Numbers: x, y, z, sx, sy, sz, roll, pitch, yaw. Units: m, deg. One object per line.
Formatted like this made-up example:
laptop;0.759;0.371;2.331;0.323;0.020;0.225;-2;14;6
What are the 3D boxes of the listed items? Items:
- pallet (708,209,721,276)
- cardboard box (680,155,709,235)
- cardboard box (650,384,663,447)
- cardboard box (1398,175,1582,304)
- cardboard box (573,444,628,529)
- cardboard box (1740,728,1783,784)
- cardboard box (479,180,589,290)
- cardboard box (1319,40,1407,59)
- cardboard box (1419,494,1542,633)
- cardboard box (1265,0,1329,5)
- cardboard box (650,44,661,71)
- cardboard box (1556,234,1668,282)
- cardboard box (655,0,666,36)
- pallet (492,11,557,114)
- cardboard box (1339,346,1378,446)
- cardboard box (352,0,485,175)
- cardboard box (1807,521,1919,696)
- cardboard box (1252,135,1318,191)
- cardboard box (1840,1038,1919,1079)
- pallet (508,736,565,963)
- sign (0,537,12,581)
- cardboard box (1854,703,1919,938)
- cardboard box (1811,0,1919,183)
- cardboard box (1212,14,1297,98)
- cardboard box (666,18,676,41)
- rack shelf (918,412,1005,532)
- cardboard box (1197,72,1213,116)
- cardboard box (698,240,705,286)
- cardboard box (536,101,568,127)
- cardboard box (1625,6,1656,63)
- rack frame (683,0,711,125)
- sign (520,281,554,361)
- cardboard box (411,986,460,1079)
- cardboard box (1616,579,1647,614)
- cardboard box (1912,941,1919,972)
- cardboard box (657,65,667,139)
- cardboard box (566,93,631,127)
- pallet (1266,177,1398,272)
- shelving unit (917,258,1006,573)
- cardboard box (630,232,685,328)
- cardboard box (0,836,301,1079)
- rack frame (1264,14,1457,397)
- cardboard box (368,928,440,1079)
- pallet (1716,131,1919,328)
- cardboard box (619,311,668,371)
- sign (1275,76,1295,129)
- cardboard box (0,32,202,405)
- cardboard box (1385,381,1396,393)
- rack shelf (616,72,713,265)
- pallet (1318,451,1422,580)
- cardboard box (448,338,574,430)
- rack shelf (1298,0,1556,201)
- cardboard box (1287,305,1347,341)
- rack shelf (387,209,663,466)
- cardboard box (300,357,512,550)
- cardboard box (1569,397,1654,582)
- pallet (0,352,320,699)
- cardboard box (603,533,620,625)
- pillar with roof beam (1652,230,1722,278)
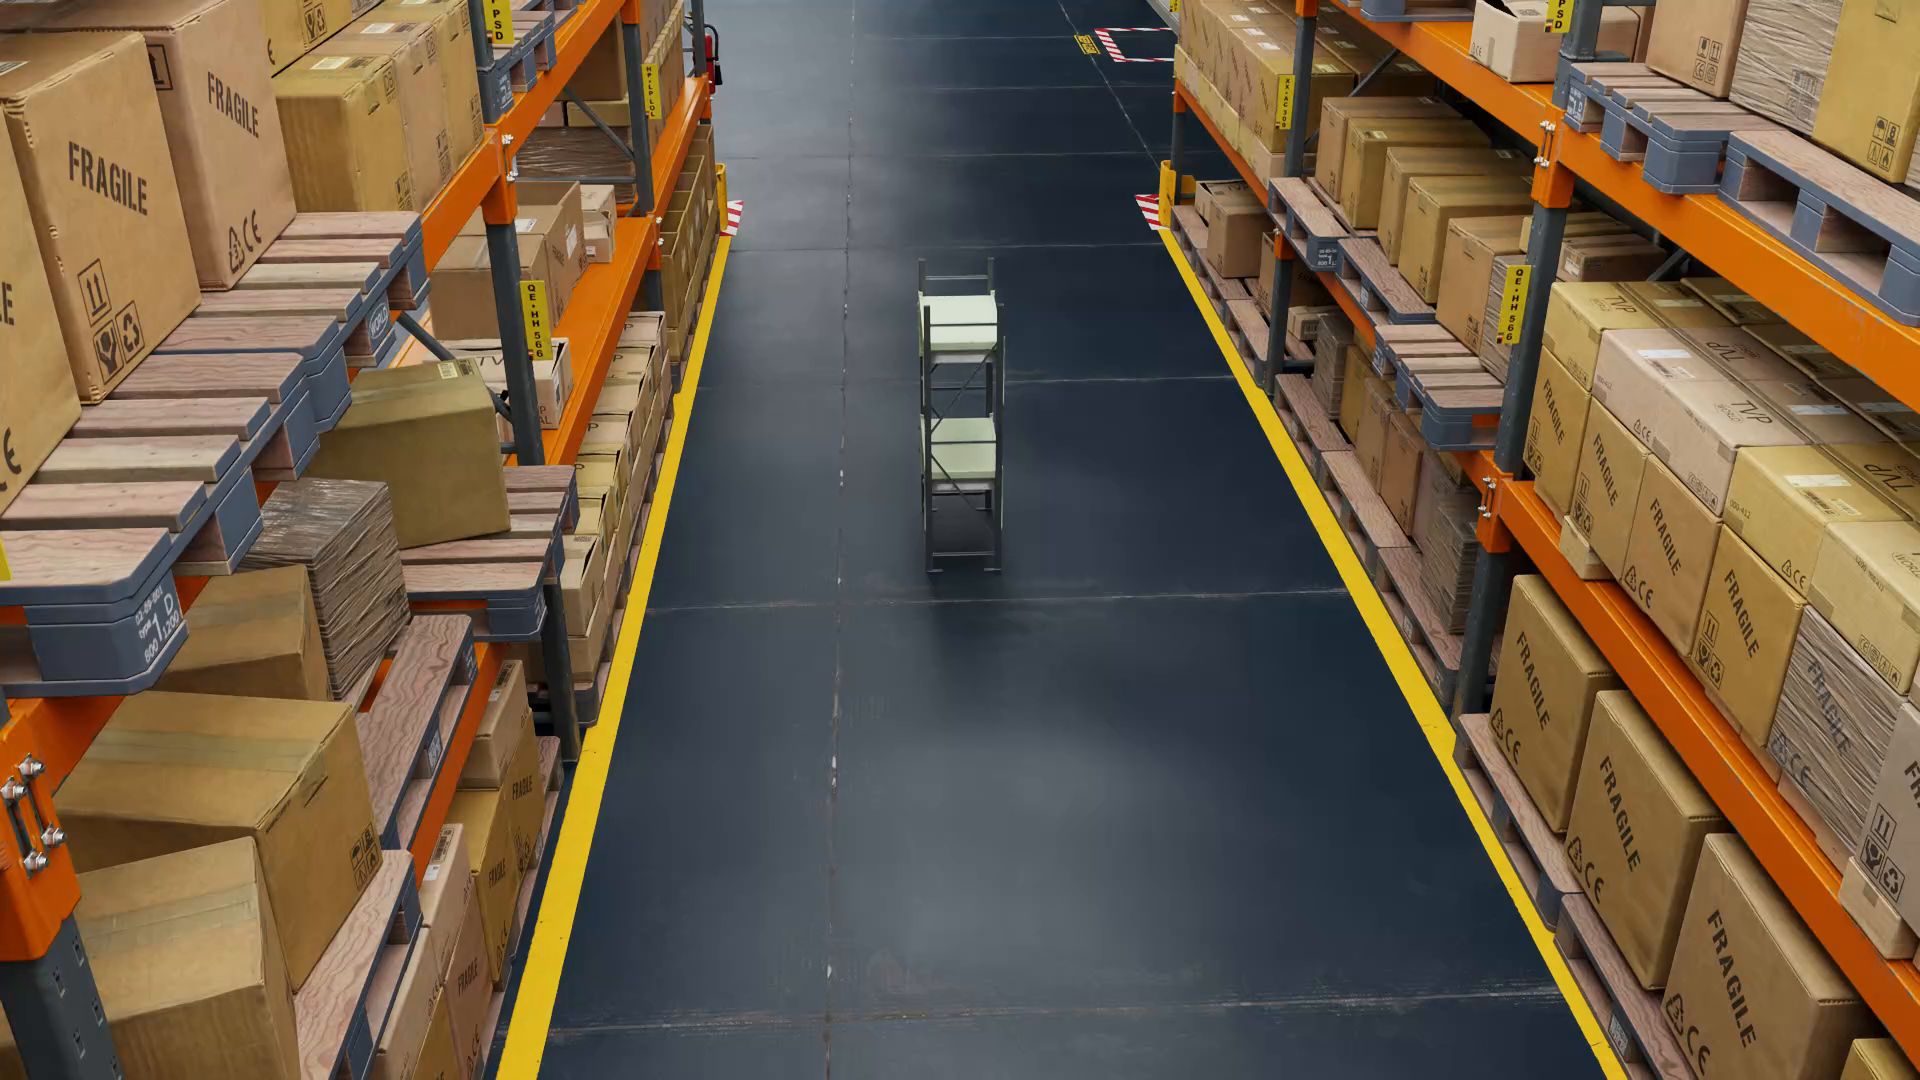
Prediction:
pallet;-2.528;-2.462;13.742;1.003;0.211;1.213;-1;28;-3
cardboard box;-2.218;-2.648;12.791;0.500;0.500;0.500;-1;28;-3
cardboard box;-2.065;-0.752;9.967;0.500;0.250;0.500;-2;28;-3
cardboard box;2.633;-1.508;8.314;0.700;0.500;0.500;-1;28;-3
cardboard box;-1.987;-0.298;8.491;0.500;0.311;0.500;-2;28;-4
cardboard box;2.638;0.613;5.082;0.380;0.149;0.250;-1;28;-1
cardboard box;-2.350;-1.649;9.060;0.500;0.500;0.500;1;28;1
cardboard box;2.706;-3.060;11.203;0.500;0.500;0.500;-2;28;-3
cardboard box;2.665;0.105;8.032;0.700;0.500;0.500;-1;28;-2
cardboard box;2.590;-4.001;13.007;0.500;0.500;0.500;-1;28;-2
cardboard box;-2.306;-3.379;11.675;0.380;0.149;0.250;-2;28;-3
cardboard box;2.706;-1.163;6.950;0.380;0.149;0.250;-5;28;-9
cardboard box;-2.536;-3.954;12.076;0.700;0.500;0.500;-1;28;-2
pallet;-2.317;-1.913;6.635;1.213;0.211;1.003;0;28;0
cardboard box;2.678;-0.834;9.833;0.700;0.500;0.500;-2;28;-4
cardboard box;-2.136;-1.529;5.587;0.910;0.500;0.500;-1;28;-3
cardboard box;2.640;0.171;4.416;0.500;0.250;0.500;-1;28;-2
cardboard box;2.218;-2.478;10.898;0.500;0.250;0.500;-1;28;-3
cardboard box;2.800;1.840;4.349;0.750;0.750;0.750;-1;28;-2
pallet;-2.191;1.226;6.670;1.003;0.211;1.213;-1;28;-3
sign;-1.442;-0.084;2.365;0.100;0.325;0.005;-1;28;-3
cardboard box;2.651;0.743;4.131;0.500;0.500;0.500;-1;28;-2
cardboard box;2.933;-1.325;4.719;0.700;0.500;0.500;0;28;0
cardboard box;2.137;-3.513;12.072;0.500;0.500;0.500;-1;28;-1
cardboard box;-2.360;-3.855;12.588;0.380;0.149;0.250;-1;28;-2
rack shelf;0.000;-0.379;9.060;0.431;0.370;0.720;-1;28;-3
cardboard box;2.107;-3.406;12.677;0.500;0.250;0.500;-2;28;-3
cardboard box;-2.197;-2.084;12.522;0.500;0.250;0.500;-1;28;-3
cardboard box;-2.629;-2.655;10.288;0.380;0.149;0.250;-1;28;-3
cardboard box;2.947;-2.198;6.848;0.500;0.500;0.500;-1;28;-3
rack frame;-2.610;-4.050;13.772;1.000;3.000;0.127;-1;28;-3
sign;-1.651;-0.851;6.472;0.100;0.325;0.005;-1;28;-3
cardboard box;-1.823;1.698;4.977;0.500;0.500;0.500;-1;28;-2
cardboard box;2.610;0.138;5.993;0.380;0.149;0.250;-2;28;-3
cardboard box;2.658;1.087;4.173;0.380;0.149;0.250;-1;28;-1
cardboard box;-2.515;-3.164;11.964;0.700;0.500;0.500;-1;28;-1
cardboard box;-2.222;-2.664;10.304;0.380;0.149;0.250;-1;28;-3
pallet;2.440;-1.883;9.824;1.003;0.211;1.213;-1;28;-3
shelving unit;0.000;-0.668;8.909;0.431;1.500;0.755;-1;28;-3
cardboard box;-2.113;-1.724;11.021;0.500;0.500;0.500;-1;28;-3
cardboard box;-1.785;1.037;3.456;0.700;0.500;0.500;-11;29;-20
rack frame;2.546;-2.324;10.463;1.000;3.000;0.127;-1;28;-3
cardboard box;-1.818;1.381;4.775;0.500;0.250;0.500;-1;28;-3
pallet;2.902;-0.911;4.713;1.003;0.211;1.213;0;28;0
cardboard box;-2.094;-1.239;10.294;0.500;0.311;0.500;-1;28;-3
sign;2.004;-2.691;10.231;0.100;0.325;0.005;-1;28;-3
cardboard box;-1.994;-0.656;3.350;0.600;0.600;0.600;-2;28;-3
cardboard box;2.658;-0.961;9.264;0.500;0.250;0.500;-2;28;-4
rack shelf;-2.506;-2.808;12.167;1.077;0.370;4.000;-1;28;-3
pallet;2.654;-0.164;9.335;1.003;0.211;1.213;-1;28;-3
cardboard box;-2.046;-0.734;7.510;0.500;0.311;0.500;-2;28;-3
rack shelf;2.650;-2.412;8.165;1.077;0.370;4.000;-1;28;-3
cardboard box;2.488;-1.509;11.489;0.380;0.166;0.250;-5;28;-9
rack shelf;-2.297;-0.960;8.626;1.077;0.370;4.000;-1;28;-3
cardboard box;-2.047;-0.298;6.016;0.700;0.500;0.500;-11;29;-20
cardboard box;2.542;-0.190;5.918;0.500;0.500;0.500;0;28;-1
pallet;-1.947;-0.058;3.077;1.213;0.211;1.003;-1;28;-3
cardboard box;-1.953;0.196;8.149;0.500;0.250;0.500;-2;28;-4
pillar with roof beam;-0.749;-3.654;6.525;9.100;9.000;0.400;-1;28;-3
